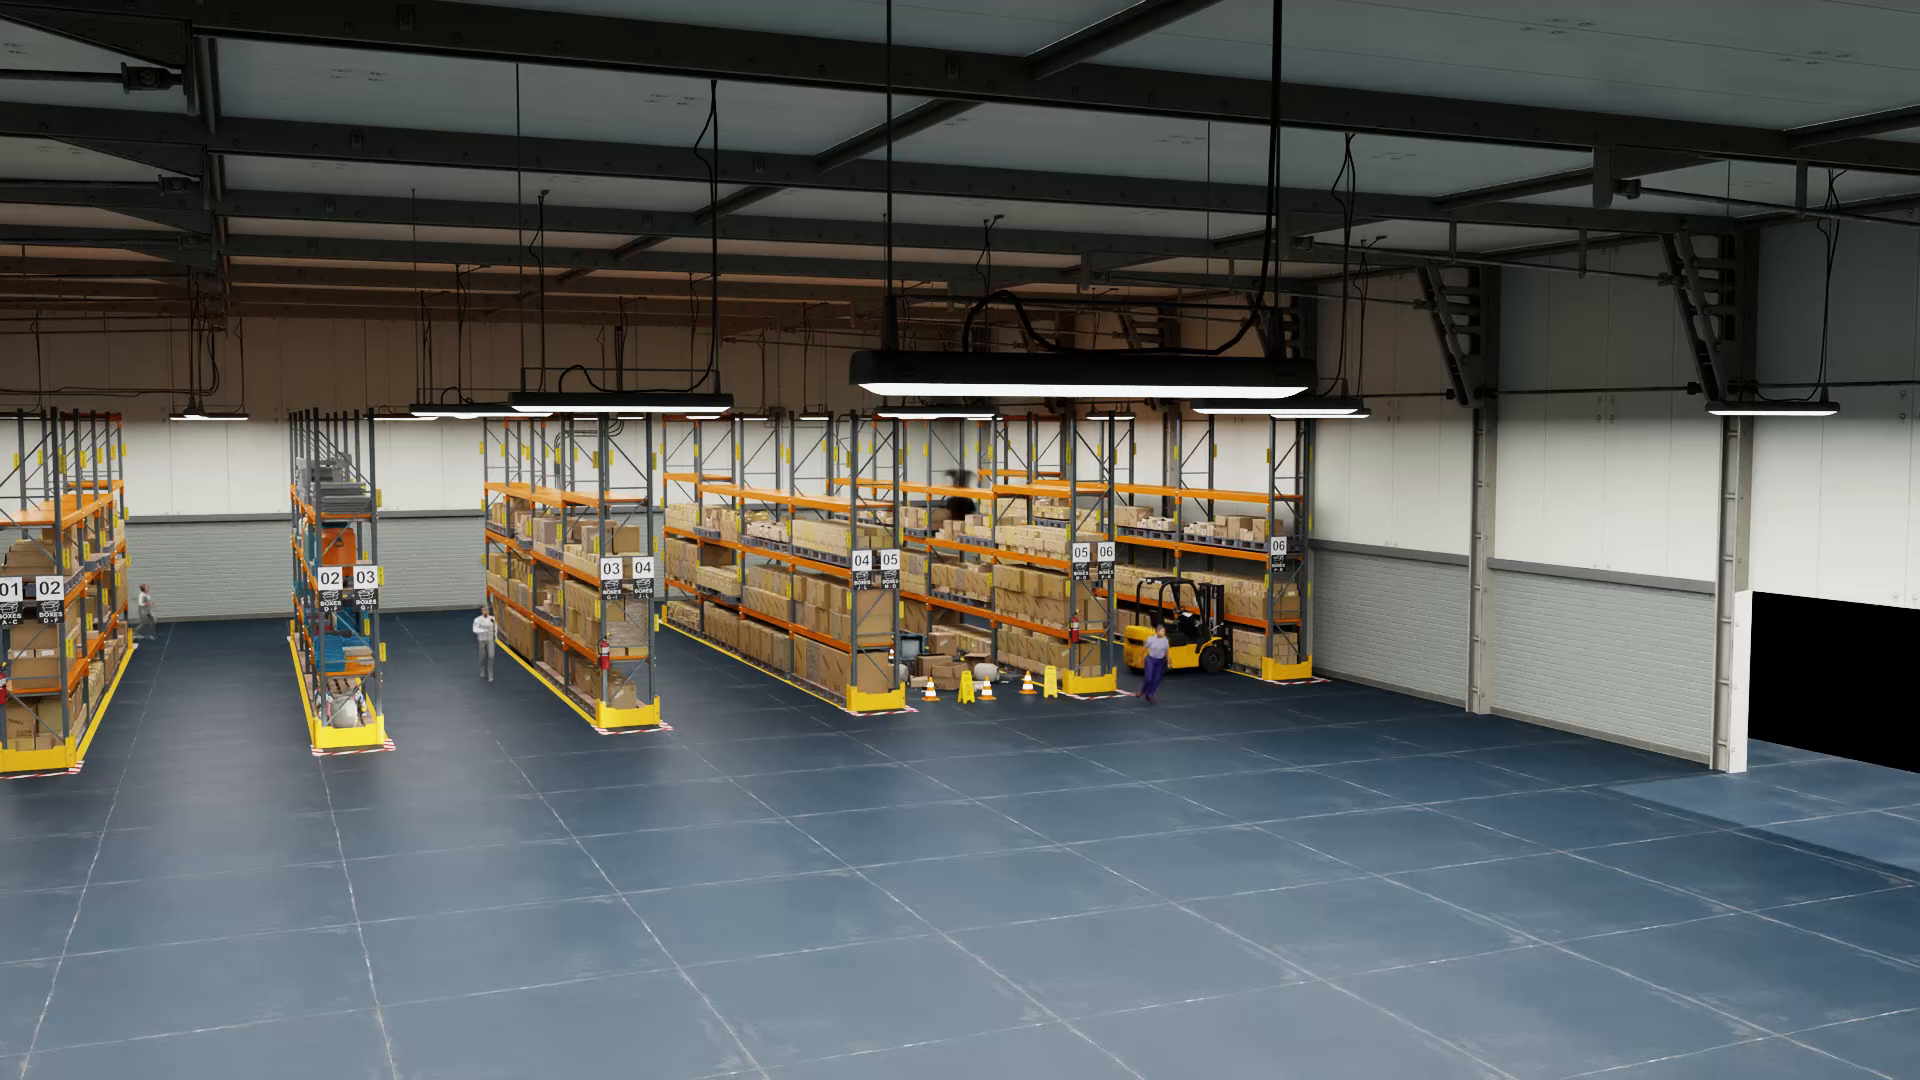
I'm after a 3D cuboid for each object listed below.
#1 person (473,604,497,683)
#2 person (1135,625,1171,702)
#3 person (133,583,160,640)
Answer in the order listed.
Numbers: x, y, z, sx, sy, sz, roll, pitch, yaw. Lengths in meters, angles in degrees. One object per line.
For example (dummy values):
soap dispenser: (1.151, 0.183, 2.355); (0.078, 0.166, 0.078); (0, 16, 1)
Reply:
person: (-10.574, 2.276, 37.058); (0.561, 1.740, 0.846); (-2, 4, -23)
person: (3.976, 2.531, 34.232); (0.651, 1.612, 0.534); (-1, 4, -20)
person: (-21.447, 1.914, 43.643); (0.691, 1.585, 0.678); (0, 4, -3)
